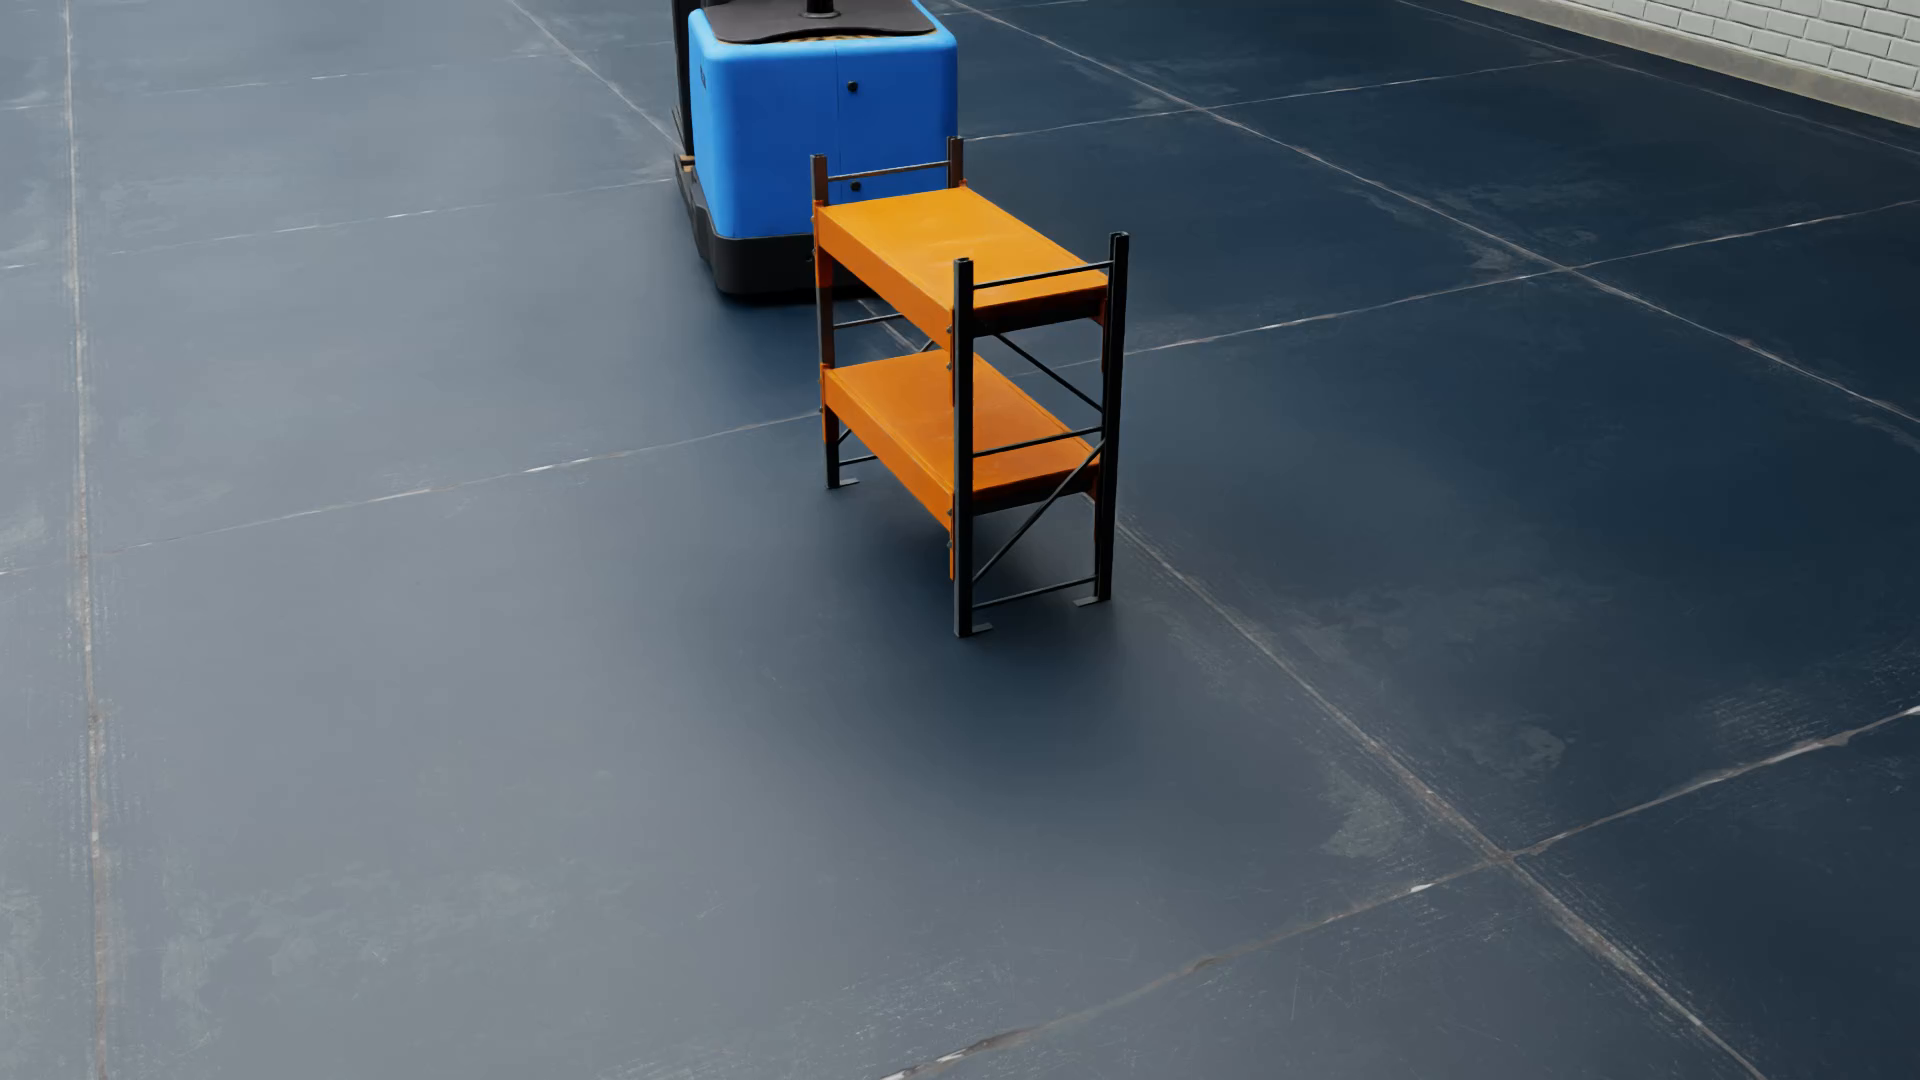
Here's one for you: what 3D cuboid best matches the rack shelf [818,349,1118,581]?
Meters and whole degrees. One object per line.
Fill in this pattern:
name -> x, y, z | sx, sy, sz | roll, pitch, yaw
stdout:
rack shelf -> -0.003, -0.280, 5.100 | 0.538, 0.278, 1.000 | -13, 32, -22

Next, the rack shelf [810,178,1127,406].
rack shelf -> -0.003, -0.749, 4.837 | 0.538, 0.278, 1.000 | -13, 32, -22

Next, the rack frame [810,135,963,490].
rack frame -> -0.221, -0.718, 5.381 | 0.500, 1.125, 0.032 | -13, 32, -22

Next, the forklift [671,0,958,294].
forklift -> -0.829, -3.007, 7.616 | 1.130, 2.935, 3.031 | -7, 30, -11

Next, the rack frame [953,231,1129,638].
rack frame -> 0.215, -0.269, 4.580 | 0.500, 1.125, 0.032 | -13, 32, -22

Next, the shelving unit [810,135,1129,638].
shelving unit -> -0.003, -0.494, 4.980 | 0.538, 1.125, 1.048 | -13, 32, -22
